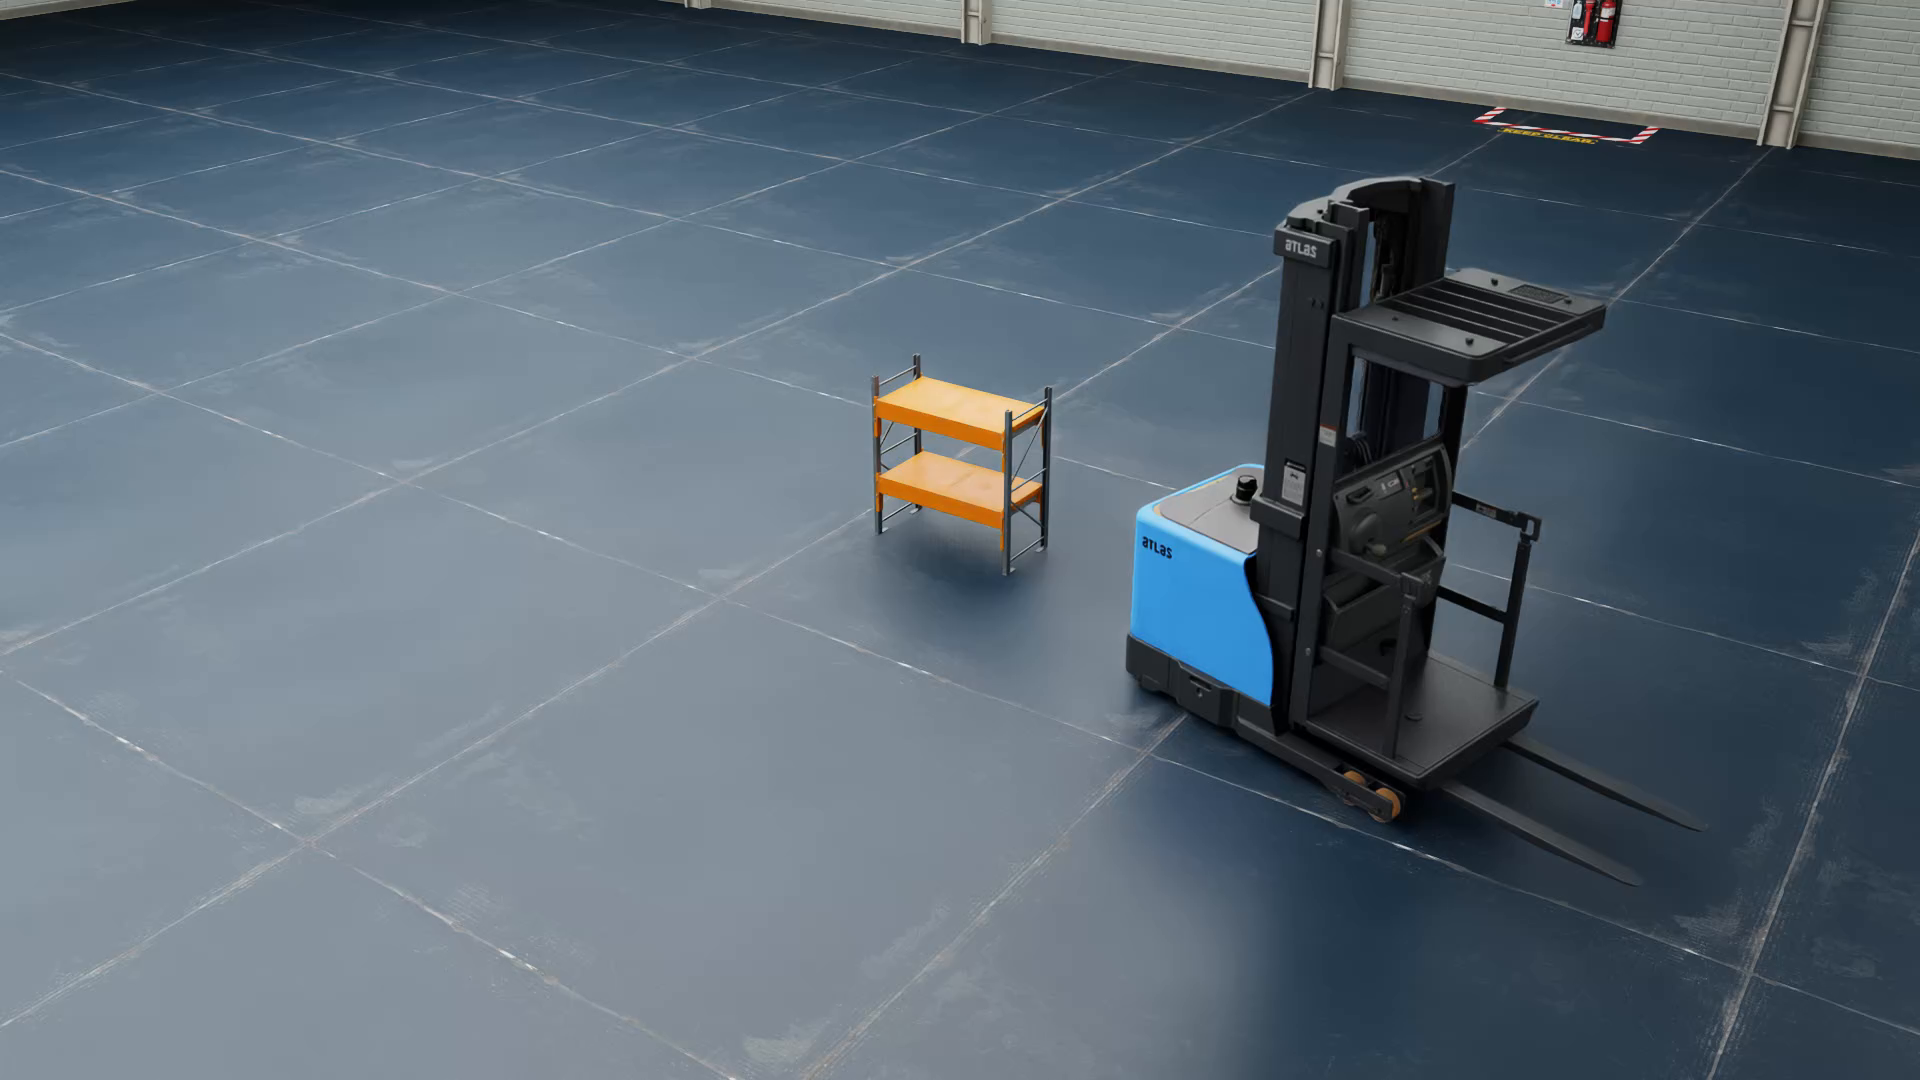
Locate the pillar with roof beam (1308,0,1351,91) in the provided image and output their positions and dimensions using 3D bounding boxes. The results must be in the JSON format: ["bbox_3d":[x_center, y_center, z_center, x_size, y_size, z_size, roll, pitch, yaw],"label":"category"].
[{"bbox_3d":[2.774,-8.863,18.518,0.400,9.000,9.100,17,32,30],"label":"pillar with roof beam"}]

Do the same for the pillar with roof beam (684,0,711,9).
[{"bbox_3d":[-7.117,-11.945,24.574,0.400,9.000,9.100,17,32,30],"label":"pillar with roof beam"}]

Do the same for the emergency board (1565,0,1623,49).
[{"bbox_3d":[8.142,-6.907,21.289,0.643,1.169,0.194,17,32,30],"label":"emergency board"}]

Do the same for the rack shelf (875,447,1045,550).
[{"bbox_3d":[0.006,-0.282,10.876,1.000,0.278,0.538,17,32,30],"label":"rack shelf"}]

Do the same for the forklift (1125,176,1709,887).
[{"bbox_3d":[2.291,-0.164,8.114,1.130,2.935,3.031,-22,34,-36],"label":"forklift"}]

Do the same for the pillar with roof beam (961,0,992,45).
[{"bbox_3d":[-2.172,-10.404,21.546,0.400,9.000,9.100,17,32,30],"label":"pillar with roof beam"}]

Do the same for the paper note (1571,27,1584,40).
[{"bbox_3d":[8.035,-6.586,21.629,0.142,0.148,0.016,17,32,30],"label":"paper note"}]

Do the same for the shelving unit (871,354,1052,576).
[{"bbox_3d":[0.006,-0.500,10.765,1.048,1.125,0.538,17,32,30],"label":"shelving unit"}]

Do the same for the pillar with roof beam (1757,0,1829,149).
[{"bbox_3d":[7.720,-7.322,15.491,0.400,9.000,9.100,17,32,30],"label":"pillar with roof beam"}]

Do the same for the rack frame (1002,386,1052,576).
[{"bbox_3d":[0.425,-0.369,10.509,0.032,1.125,0.500,17,32,30],"label":"rack frame"}]

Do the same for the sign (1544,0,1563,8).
[{"bbox_3d":[7.745,-7.104,21.636,0.234,0.329,0.001,17,32,30],"label":"sign"}]

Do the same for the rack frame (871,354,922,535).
[{"bbox_3d":[-0.413,-0.630,11.022,0.032,1.125,0.500,17,32,30],"label":"rack frame"}]

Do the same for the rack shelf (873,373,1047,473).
[{"bbox_3d":[0.006,-0.760,10.633,1.000,0.278,0.538,17,32,30],"label":"rack shelf"}]
